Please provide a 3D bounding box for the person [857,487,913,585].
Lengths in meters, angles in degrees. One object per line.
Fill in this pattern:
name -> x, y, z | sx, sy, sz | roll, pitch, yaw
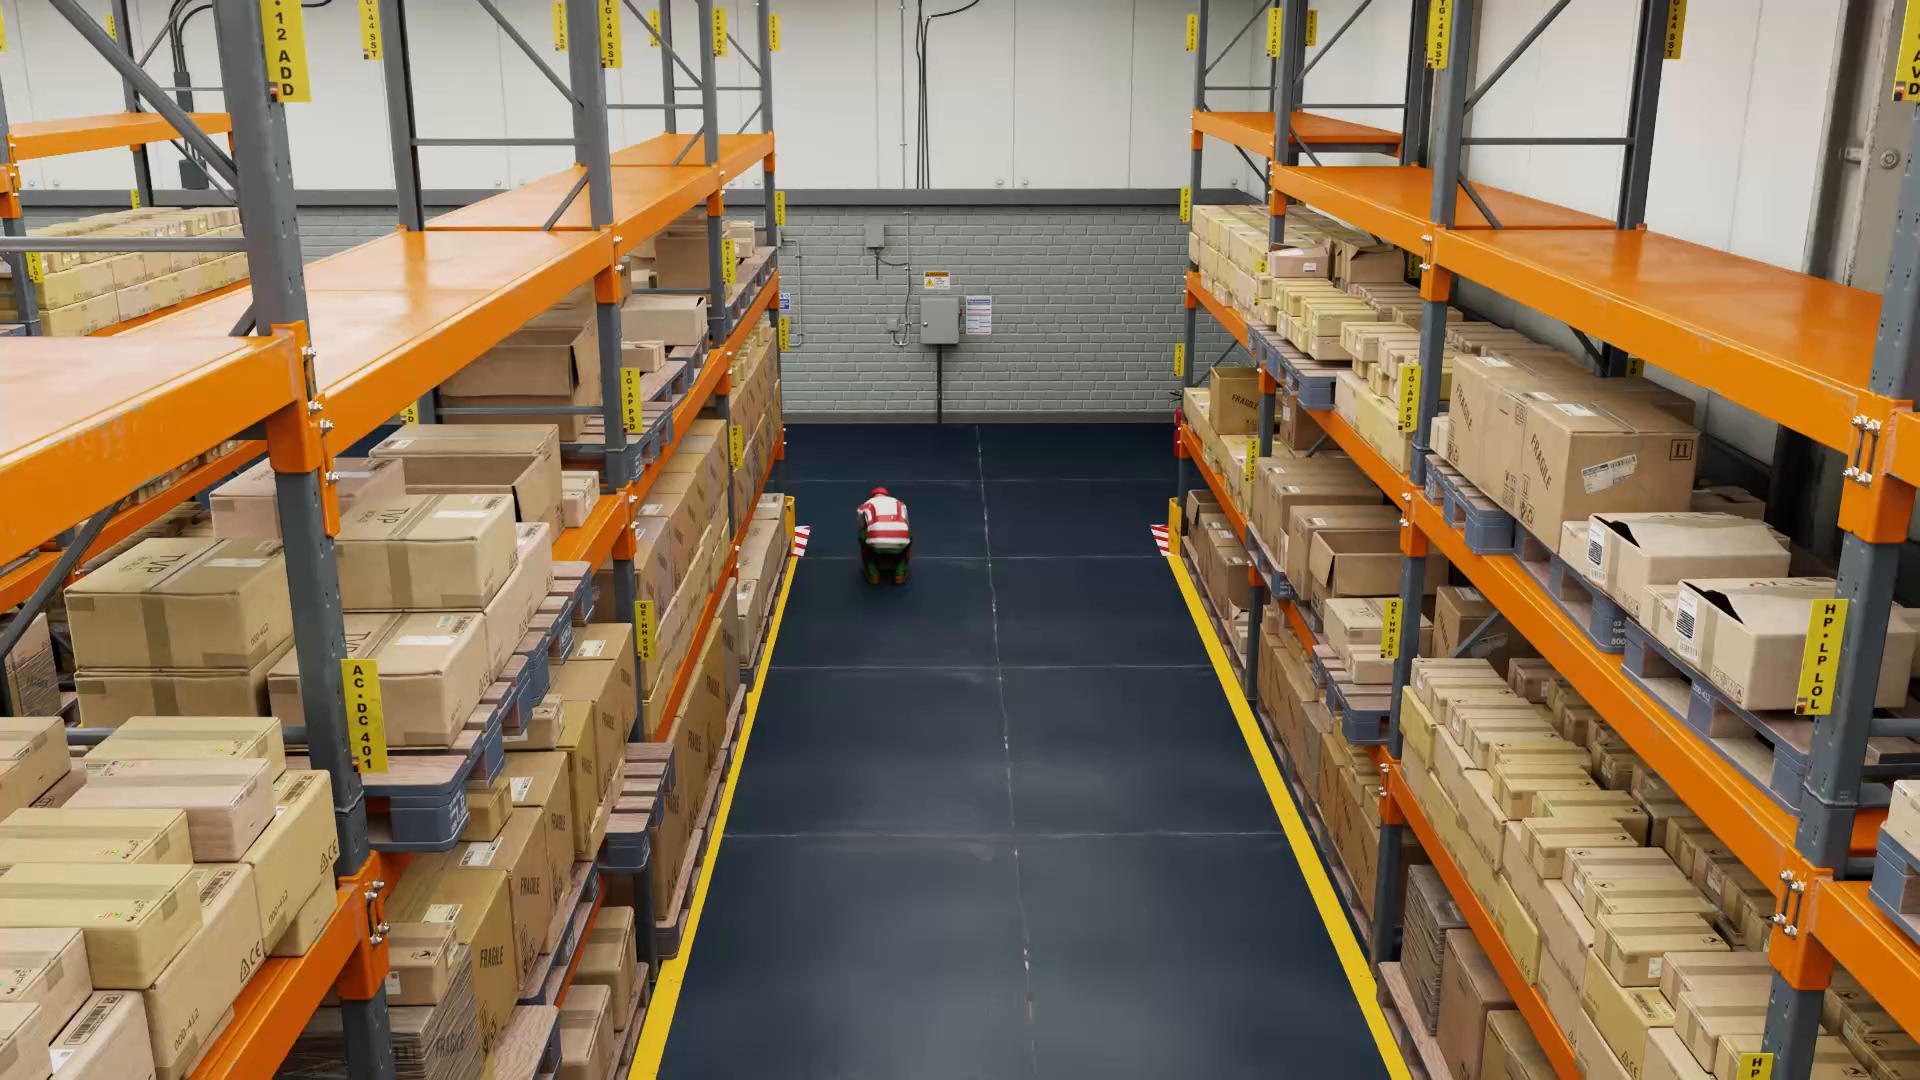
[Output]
person -> -0.717, -0.003, 15.959 | 0.532, 0.844, 0.938 | -1, 17, -4
